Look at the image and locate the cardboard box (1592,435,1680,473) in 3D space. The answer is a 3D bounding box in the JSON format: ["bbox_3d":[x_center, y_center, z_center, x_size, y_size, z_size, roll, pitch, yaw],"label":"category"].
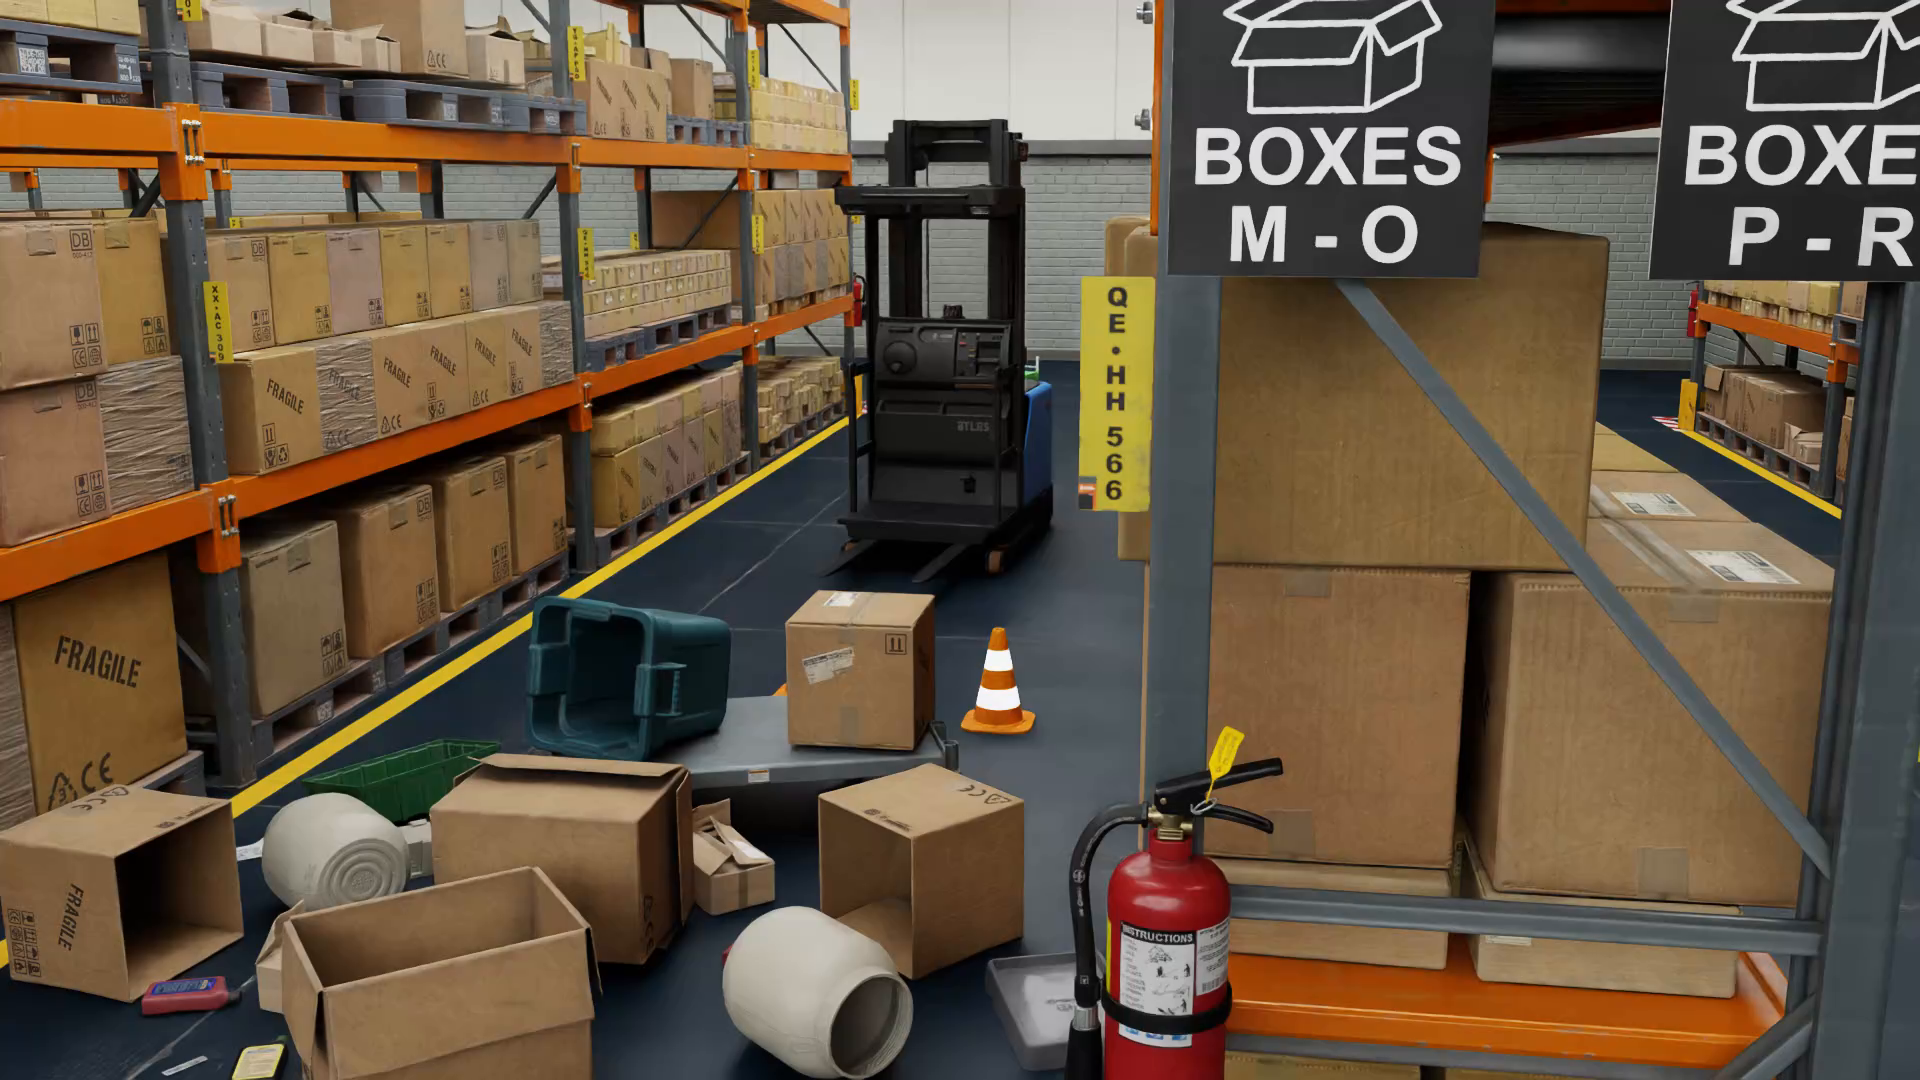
[{"bbox_3d":[1.262,0.045,3.723,0.500,0.500,0.500,2,12,8],"label":"cardboard box"}]

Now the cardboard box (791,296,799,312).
[{"bbox_3d":[-1.778,-2.296,16.124,0.380,0.149,0.250,2,12,11],"label":"cardboard box"}]

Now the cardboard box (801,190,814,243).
[{"bbox_3d":[-1.736,-3.183,16.326,0.500,0.500,0.500,1,12,7],"label":"cardboard box"}]

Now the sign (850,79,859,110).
[{"bbox_3d":[-1.139,-4.804,17.945,0.100,0.325,0.005,2,12,9],"label":"sign"}]

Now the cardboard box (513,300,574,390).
[{"bbox_3d":[-2.719,-1.208,10.244,0.500,0.500,0.500,2,12,9],"label":"cardboard box"}]

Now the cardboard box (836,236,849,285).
[{"bbox_3d":[-1.499,-3.020,17.942,0.500,0.500,0.500,2,12,10],"label":"cardboard box"}]

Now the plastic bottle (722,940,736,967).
[{"bbox_3d":[-0.675,1.354,5.564,0.133,0.061,0.283,4,13,18],"label":"plastic bottle"}]

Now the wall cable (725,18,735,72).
[{"bbox_3d":[-2.294,-8.680,23.273,2.277,5.999,0.120,2,12,9],"label":"wall cable"}]

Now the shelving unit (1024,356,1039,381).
[{"bbox_3d":[0.395,-0.806,12.885,0.258,1.200,0.503,6,14,26],"label":"shelving unit"}]

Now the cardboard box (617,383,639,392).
[{"bbox_3d":[-2.836,-1.082,13.053,0.500,0.250,0.500,2,12,11],"label":"cardboard box"}]

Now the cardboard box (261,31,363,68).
[{"bbox_3d":[-3.057,-2.310,7.836,0.380,0.149,0.250,2,12,9],"label":"cardboard box"}]

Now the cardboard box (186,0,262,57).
[{"bbox_3d":[-3.190,-2.202,7.055,0.258,0.266,0.396,2,12,8],"label":"cardboard box"}]

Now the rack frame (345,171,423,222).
[{"bbox_3d":[-6.570,-3.109,19.300,1.000,3.000,0.127,2,12,9],"label":"rack frame"}]

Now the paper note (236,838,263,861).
[{"bbox_3d":[-2.738,1.191,6.393,0.147,0.020,0.142,-7,14,-30],"label":"paper note"}]

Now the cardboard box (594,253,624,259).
[{"bbox_3d":[-2.934,-2.238,13.443,0.380,0.149,0.250,2,12,8],"label":"cardboard box"}]

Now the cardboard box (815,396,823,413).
[{"bbox_3d":[-1.627,-1.407,17.171,0.380,0.149,0.250,1,12,6],"label":"cardboard box"}]

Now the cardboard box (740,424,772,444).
[{"bbox_3d":[-1.926,-0.972,15.153,0.380,0.149,0.250,1,12,6],"label":"cardboard box"}]

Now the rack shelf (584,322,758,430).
[{"bbox_3d":[-2.607,-1.327,12.737,1.077,0.370,4.000,2,12,9],"label":"rack shelf"}]

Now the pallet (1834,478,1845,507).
[{"bbox_3d":[7.425,-0.262,12.706,1.003,0.211,1.213,2,12,9],"label":"pallet"}]

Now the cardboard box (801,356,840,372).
[{"bbox_3d":[-1.515,-1.911,18.101,0.380,0.149,0.250,2,12,9],"label":"cardboard box"}]

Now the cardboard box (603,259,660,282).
[{"bbox_3d":[-2.452,-1.999,12.336,0.380,0.149,0.250,2,12,10],"label":"cardboard box"}]

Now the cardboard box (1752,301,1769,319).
[{"bbox_3d":[7.538,-2.124,15.324,0.380,0.149,0.250,2,12,10],"label":"cardboard box"}]

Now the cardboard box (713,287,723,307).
[{"bbox_3d":[-2.204,-2.034,13.911,0.380,0.149,0.250,2,12,9],"label":"cardboard box"}]

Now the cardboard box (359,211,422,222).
[{"bbox_3d":[-6.385,-3.438,18.696,0.500,0.500,0.500,2,12,9],"label":"cardboard box"}]

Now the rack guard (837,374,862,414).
[{"bbox_3d":[-1.696,-1.690,18.647,1.175,0.500,0.348,2,12,9],"label":"rack guard"}]

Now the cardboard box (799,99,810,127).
[{"bbox_3d":[-1.752,-4.143,16.147,0.500,0.250,0.500,1,12,6],"label":"cardboard box"}]

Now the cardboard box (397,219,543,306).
[{"bbox_3d":[-2.994,-1.707,10.182,0.700,0.500,0.500,2,12,8],"label":"cardboard box"}]

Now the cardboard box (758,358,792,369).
[{"bbox_3d":[-2.024,-1.871,17.911,0.380,0.149,0.250,2,12,10],"label":"cardboard box"}]

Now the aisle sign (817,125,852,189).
[{"bbox_3d":[-1.377,-4.204,18.209,0.394,0.787,0.004,2,12,9],"label":"aisle sign"}]

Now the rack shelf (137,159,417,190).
[{"bbox_3d":[-6.877,-3.807,17.128,1.077,0.370,4.000,2,12,9],"label":"rack shelf"}]

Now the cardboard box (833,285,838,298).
[{"bbox_3d":[-1.530,-2.677,17.891,0.380,0.149,0.250,2,12,9],"label":"cardboard box"}]

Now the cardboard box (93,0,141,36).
[{"bbox_3d":[-3.270,-1.941,6.122,0.380,0.149,0.250,2,12,8],"label":"cardboard box"}]

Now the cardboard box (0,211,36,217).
[{"bbox_3d":[-7.569,-2.270,12.790,0.797,0.503,0.637,2,12,10],"label":"cardboard box"}]

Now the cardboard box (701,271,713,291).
[{"bbox_3d":[-2.246,-2.127,13.636,0.380,0.149,0.250,2,12,11],"label":"cardboard box"}]

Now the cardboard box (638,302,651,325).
[{"bbox_3d":[-2.485,-1.655,12.152,0.380,0.149,0.250,2,12,11],"label":"cardboard box"}]

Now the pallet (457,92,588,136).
[{"bbox_3d":[-2.961,-2.500,9.804,1.213,0.211,1.003,2,12,11],"label":"pallet"}]

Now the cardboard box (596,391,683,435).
[{"bbox_3d":[-2.403,-0.956,12.465,0.500,0.250,0.500,2,12,9],"label":"cardboard box"}]

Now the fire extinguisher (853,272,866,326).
[{"bbox_3d":[-1.190,-2.745,18.678,0.296,0.674,0.183,2,12,9],"label":"fire extinguisher"}]

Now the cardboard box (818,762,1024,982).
[{"bbox_3d":[-0.132,1.110,5.652,0.500,0.500,0.500,-10,16,-40],"label":"cardboard box"}]

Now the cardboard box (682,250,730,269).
[{"bbox_3d":[-2.168,-2.378,14.096,0.380,0.149,0.250,2,12,11],"label":"cardboard box"}]

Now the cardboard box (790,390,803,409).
[{"bbox_3d":[-1.764,-1.387,16.375,0.380,0.149,0.250,2,12,8],"label":"cardboard box"}]

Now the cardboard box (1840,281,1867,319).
[{"bbox_3d":[7.217,-1.956,12.716,0.700,0.500,0.500,2,12,10],"label":"cardboard box"}]

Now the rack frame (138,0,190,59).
[{"bbox_3d":[-3.530,-3.362,6.234,1.000,3.000,0.127,2,12,9],"label":"rack frame"}]

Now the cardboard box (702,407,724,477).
[{"bbox_3d":[-2.244,-0.809,13.564,0.500,0.500,0.500,2,12,7],"label":"cardboard box"}]

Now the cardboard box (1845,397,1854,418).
[{"bbox_3d":[7.194,-1.030,13.048,0.380,0.149,0.250,2,12,11],"label":"cardboard box"}]

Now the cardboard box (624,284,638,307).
[{"bbox_3d":[-2.526,-1.749,11.882,0.380,0.149,0.250,2,12,9],"label":"cardboard box"}]

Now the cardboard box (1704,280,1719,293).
[{"bbox_3d":[7.792,-2.614,16.654,0.500,0.250,0.500,2,12,9],"label":"cardboard box"}]

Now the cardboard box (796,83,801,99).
[{"bbox_3d":[-1.739,-4.307,15.960,0.380,0.149,0.250,2,12,7],"label":"cardboard box"}]

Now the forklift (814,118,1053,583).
[{"bbox_3d":[-0.168,-1.292,11.032,1.130,2.935,3.031,3,13,14],"label":"forklift"}]

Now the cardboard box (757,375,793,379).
[{"bbox_3d":[-1.853,-1.537,16.362,0.380,0.149,0.250,1,12,6],"label":"cardboard box"}]

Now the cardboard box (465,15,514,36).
[{"bbox_3d":[-3.109,-3.244,10.752,0.396,0.266,0.258,2,12,9],"label":"cardboard box"}]

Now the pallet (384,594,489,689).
[{"bbox_3d":[-3.300,0.516,9.098,1.003,0.211,1.213,2,12,9],"label":"pallet"}]

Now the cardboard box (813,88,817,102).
[{"bbox_3d":[-1.651,-4.470,16.718,0.380,0.149,0.250,2,12,7],"label":"cardboard box"}]

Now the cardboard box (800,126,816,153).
[{"bbox_3d":[-1.716,-3.897,16.190,0.500,0.250,0.500,2,12,11],"label":"cardboard box"}]

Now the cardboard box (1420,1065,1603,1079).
[{"bbox_3d":[1.162,1.151,3.283,0.500,0.500,0.500,1,12,7],"label":"cardboard box"}]

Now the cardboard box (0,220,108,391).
[{"bbox_3d":[-3.590,-0.837,5.836,0.875,0.550,0.550,2,12,9],"label":"cardboard box"}]
